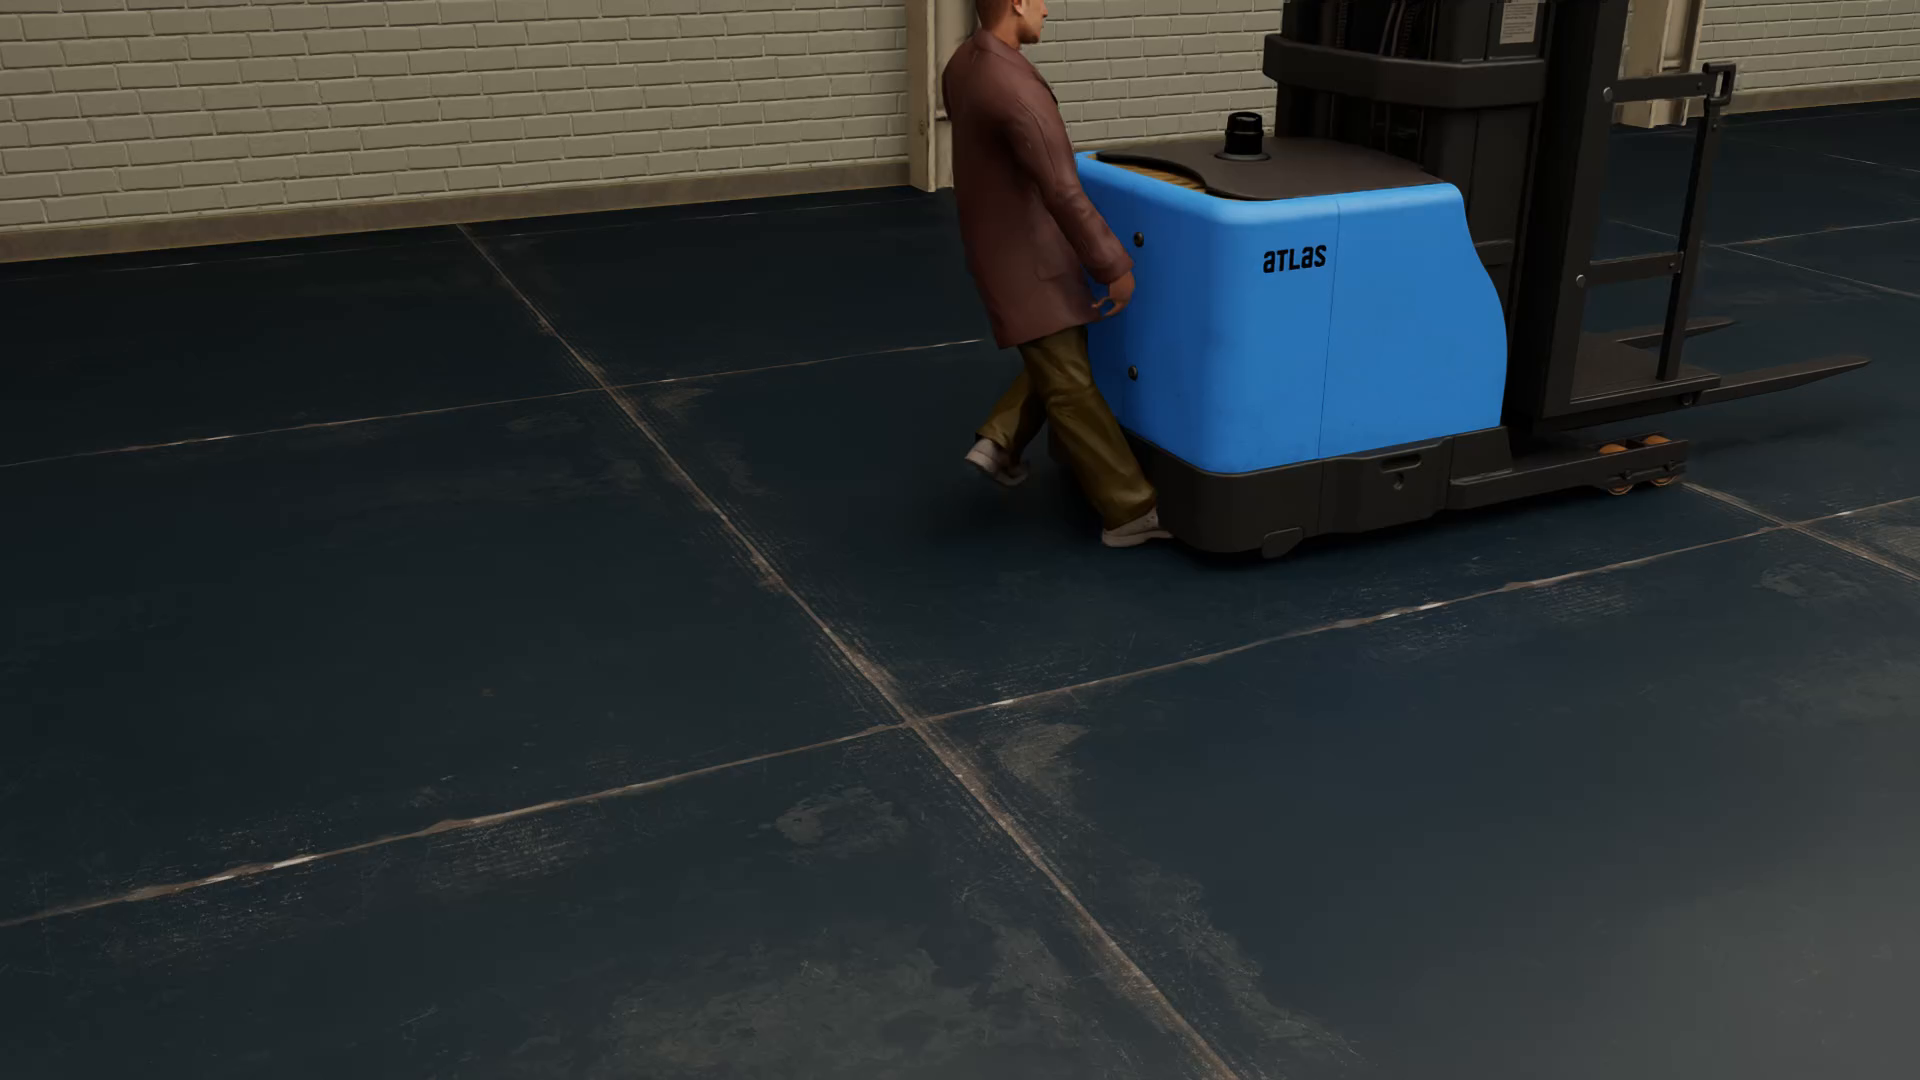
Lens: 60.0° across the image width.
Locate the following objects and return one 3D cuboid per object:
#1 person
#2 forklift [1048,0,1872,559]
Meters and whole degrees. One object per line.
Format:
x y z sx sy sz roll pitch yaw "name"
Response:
0.358 -0.879 5.017 0.752 1.694 0.771 -5 23 -12 "person"
1.851 -1.670 5.306 3.031 2.935 1.130 -11 25 -24 "forklift"
